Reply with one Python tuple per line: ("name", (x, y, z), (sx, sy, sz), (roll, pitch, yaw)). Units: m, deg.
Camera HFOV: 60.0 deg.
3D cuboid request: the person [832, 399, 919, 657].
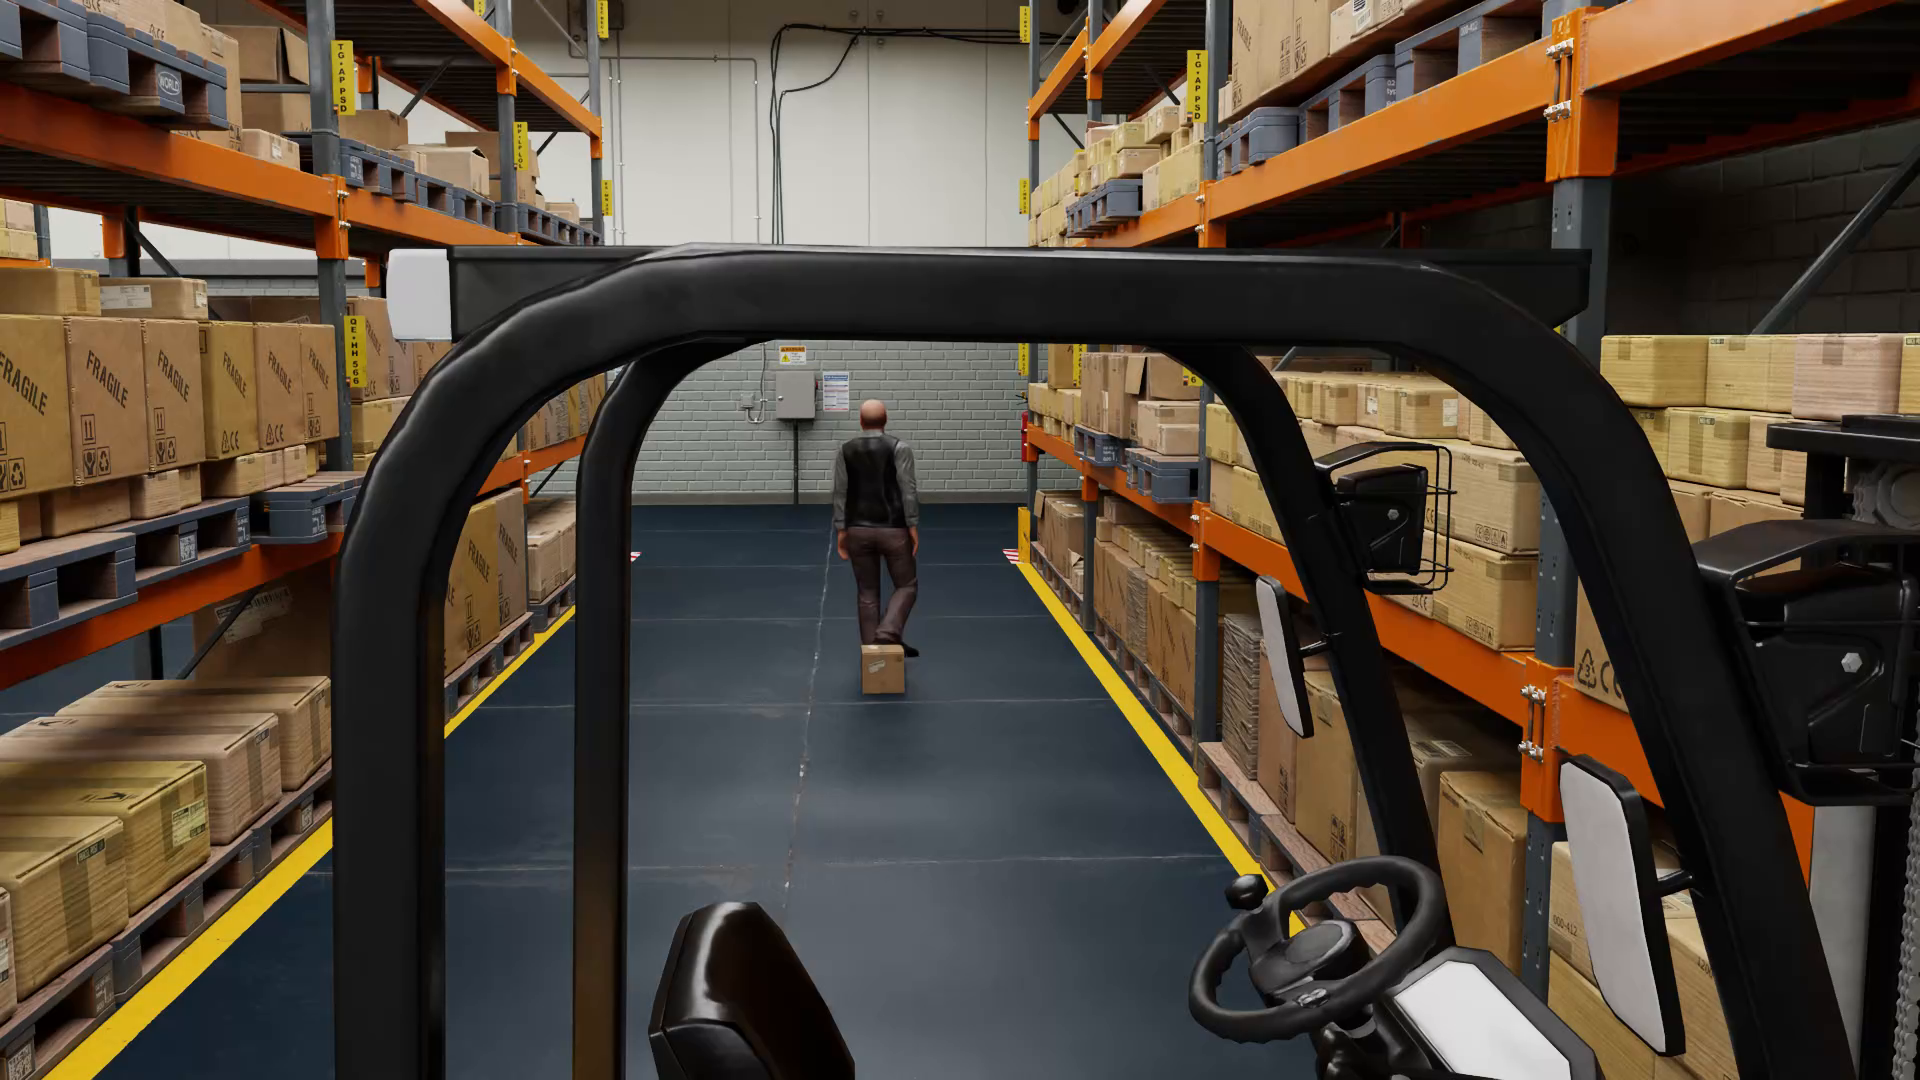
("person", (-0.535, -0.028, 10.552), (0.588, 1.715, 0.524), (1, 7, 12))
